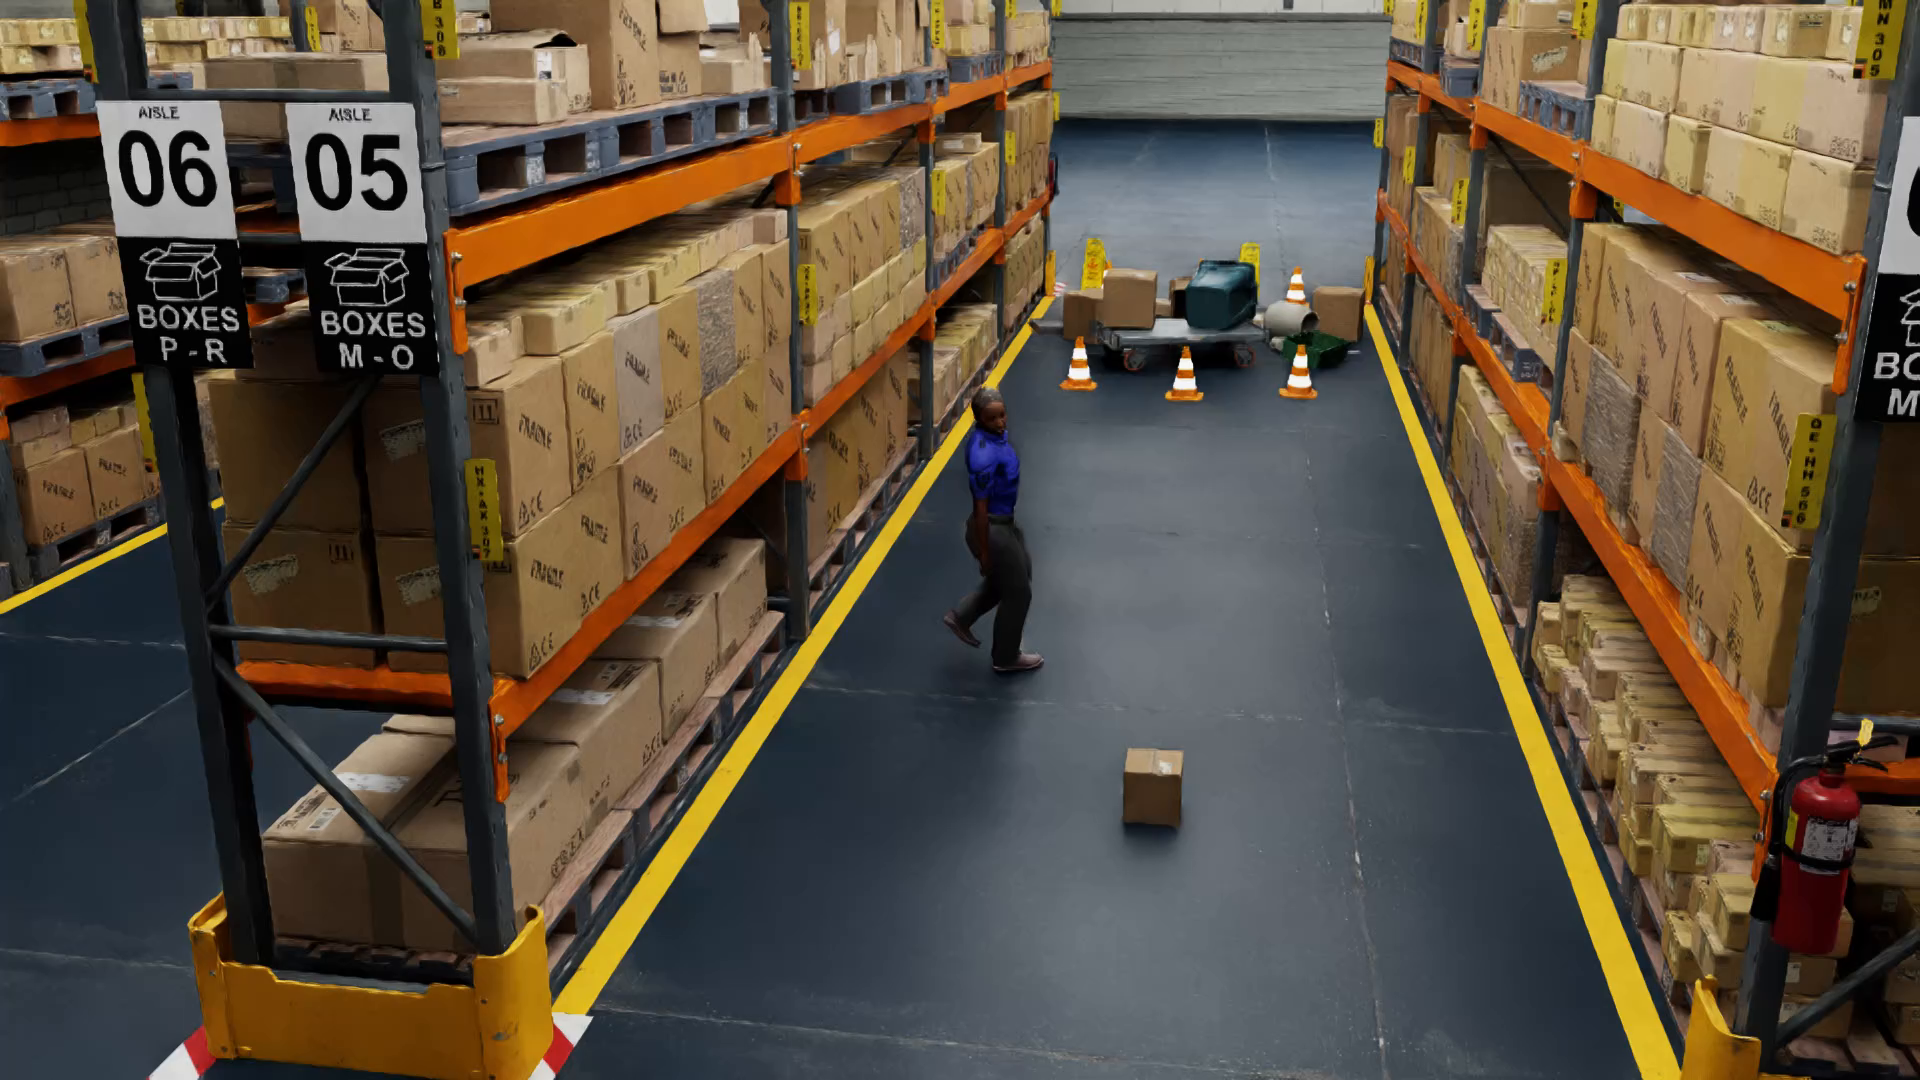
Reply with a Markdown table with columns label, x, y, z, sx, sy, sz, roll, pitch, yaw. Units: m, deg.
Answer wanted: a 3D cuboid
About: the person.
| label | x | y | z | sx | sy | sz | roll | pitch | yaw |
| --- | --- | --- | --- | --- | --- | --- | --- | --- | --- |
| person | 0.182 | -0.038 | 8.738 | 0.542 | 1.619 | 0.550 | 0 | 18 | 0 |
